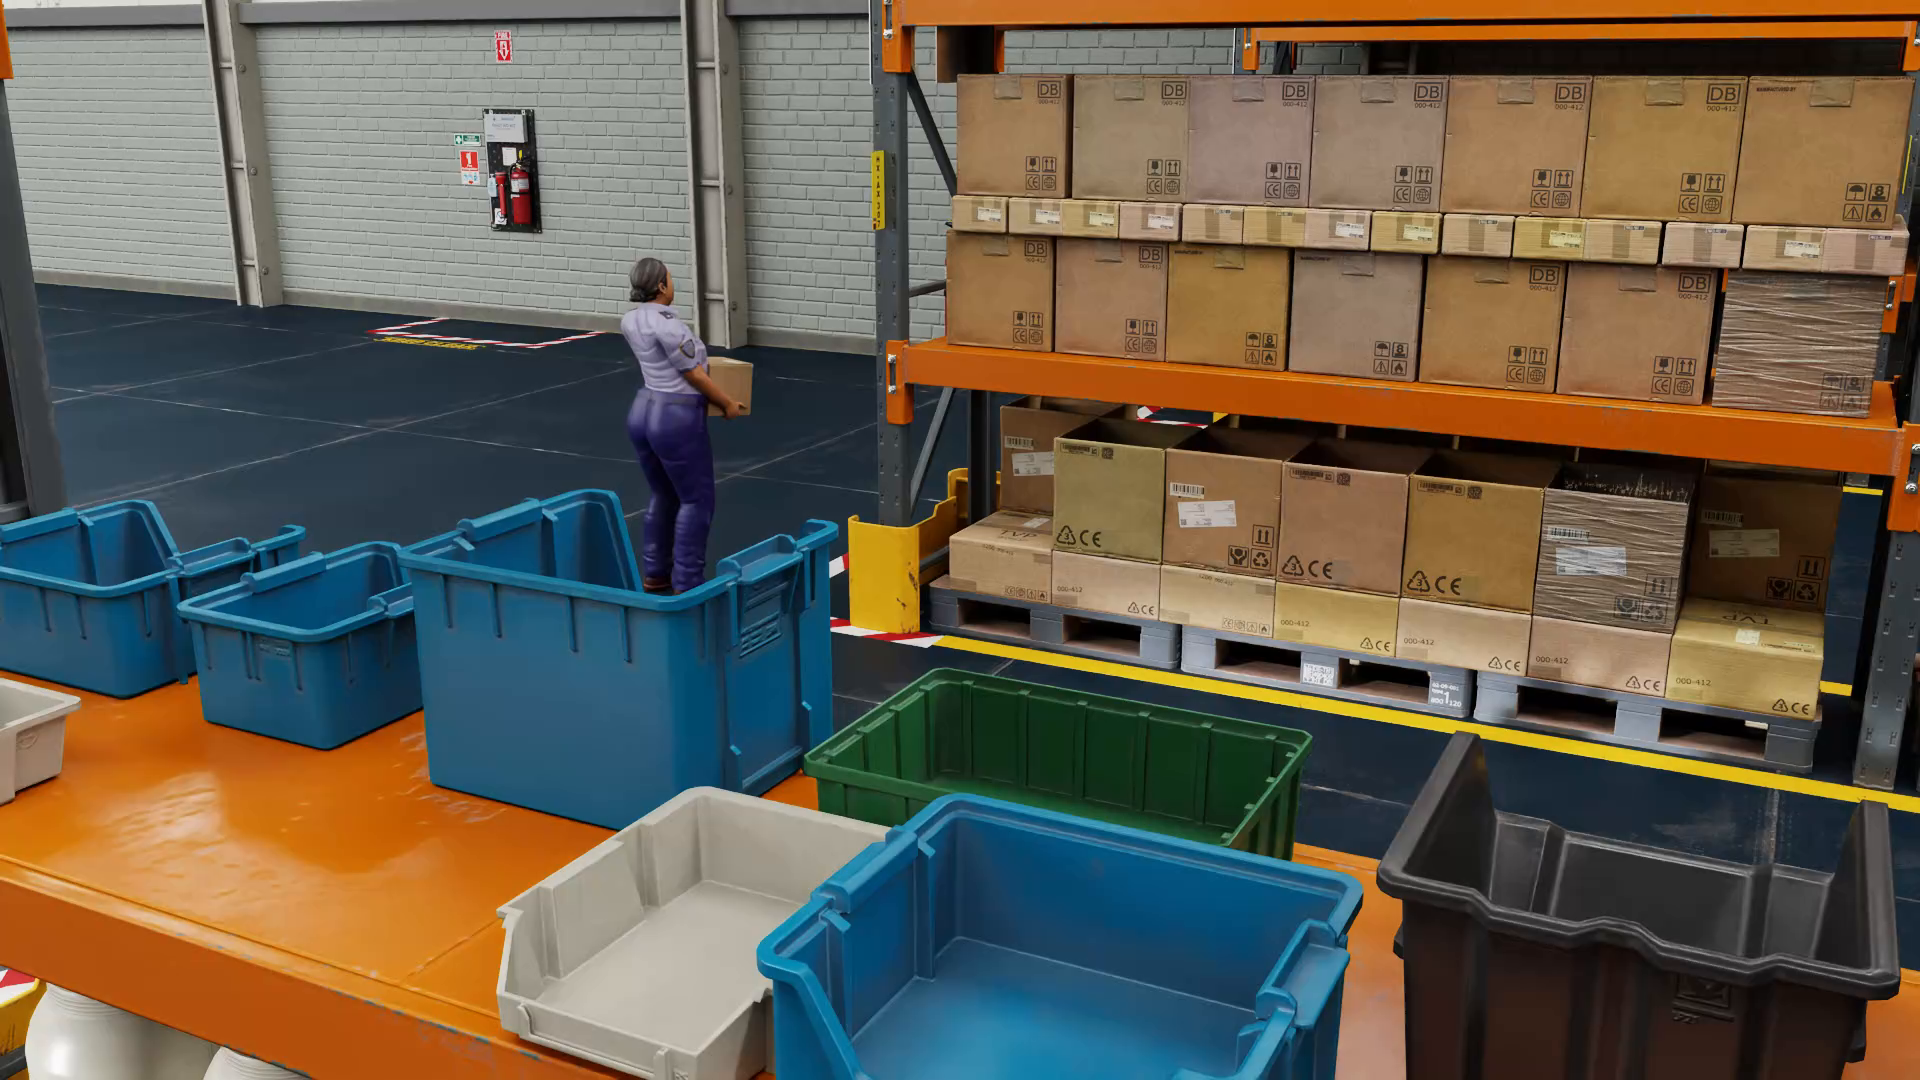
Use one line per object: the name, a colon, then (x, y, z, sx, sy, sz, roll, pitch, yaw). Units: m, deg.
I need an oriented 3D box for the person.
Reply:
person: (-1.320, -0.543, 7.981, 0.522, 1.634, 0.452, -14, 21, -41)
